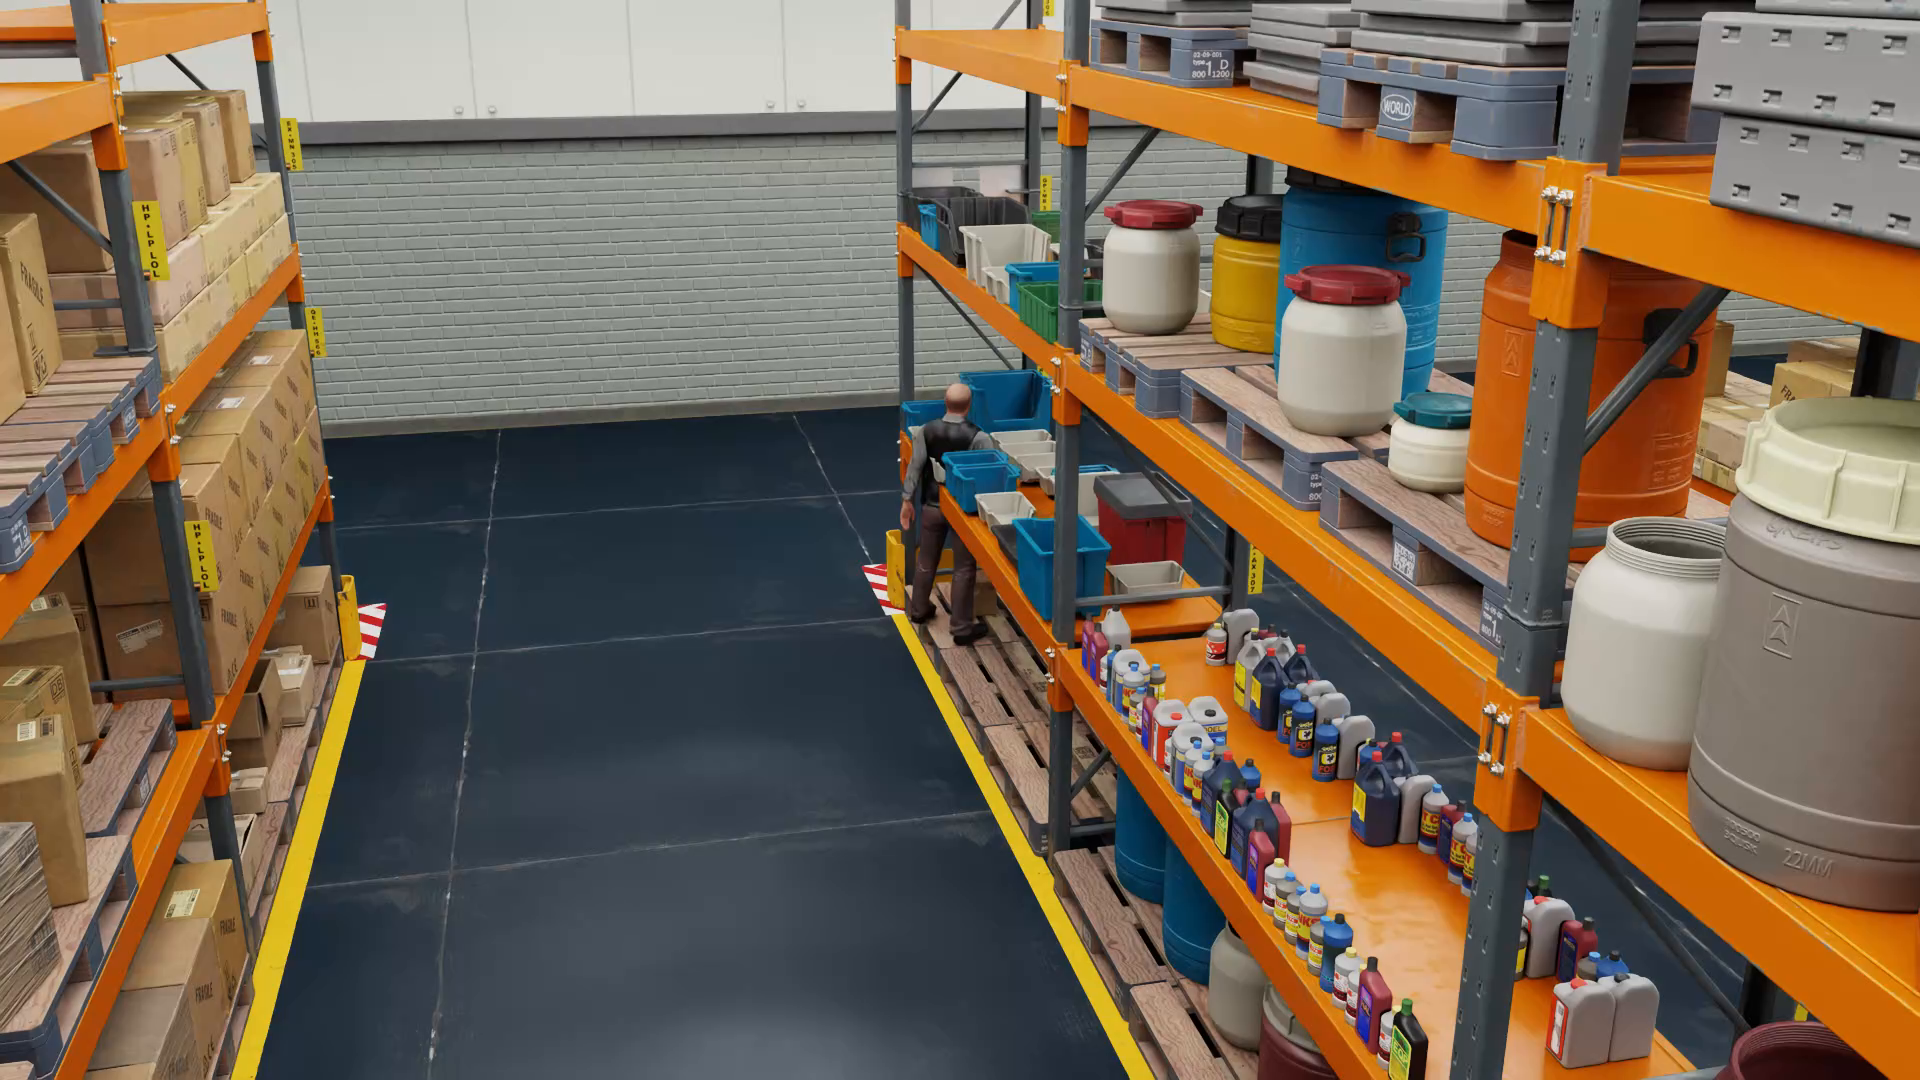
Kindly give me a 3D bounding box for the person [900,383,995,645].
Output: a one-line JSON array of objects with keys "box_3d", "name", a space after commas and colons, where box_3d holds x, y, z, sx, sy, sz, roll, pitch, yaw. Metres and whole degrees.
[{"box_3d": [-0.014, -0.143, 11.079, 0.758, 1.603, 0.519, 9, 21, 24], "name": "person"}]
